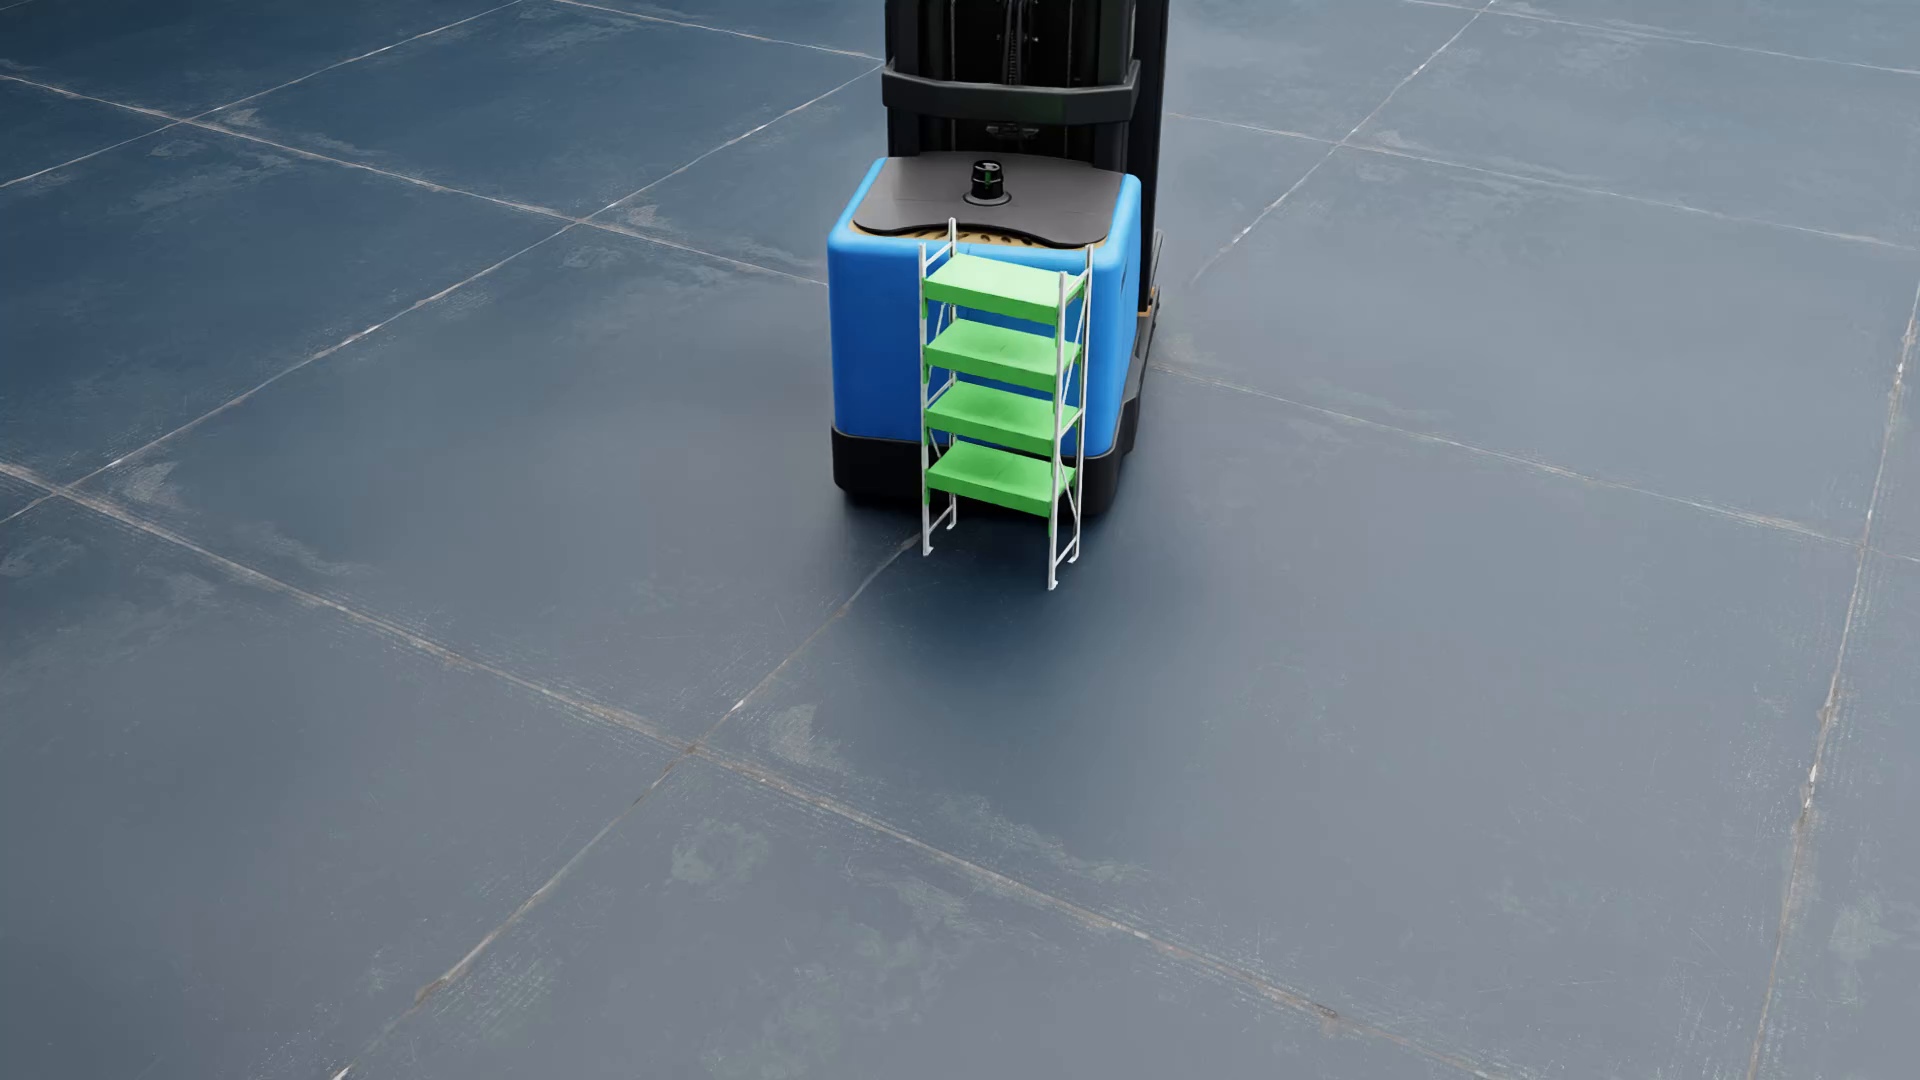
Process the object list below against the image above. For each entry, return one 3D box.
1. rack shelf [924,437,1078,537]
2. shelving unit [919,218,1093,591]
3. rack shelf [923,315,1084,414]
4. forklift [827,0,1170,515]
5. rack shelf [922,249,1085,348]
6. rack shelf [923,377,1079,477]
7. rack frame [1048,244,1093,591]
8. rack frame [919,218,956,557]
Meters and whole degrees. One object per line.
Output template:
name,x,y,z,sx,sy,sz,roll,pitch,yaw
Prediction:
rack shelf,0.146,-0.189,5.801,0.480,0.148,0.258,15,37,21
shelving unit,0.146,-0.442,5.632,0.503,1.200,0.258,15,37,21
rack shelf,0.146,-0.589,5.534,0.480,0.148,0.258,15,37,21
forklift,0.297,-2.118,6.587,1.130,2.935,3.031,6,34,9
rack shelf,0.146,-0.788,5.401,0.480,0.148,0.258,15,37,21
rack shelf,0.146,-0.389,5.668,0.480,0.148,0.258,15,37,21
rack frame,0.365,-0.383,5.544,0.015,1.200,0.240,15,37,21
rack frame,-0.074,-0.501,5.721,0.015,1.200,0.240,15,37,21
